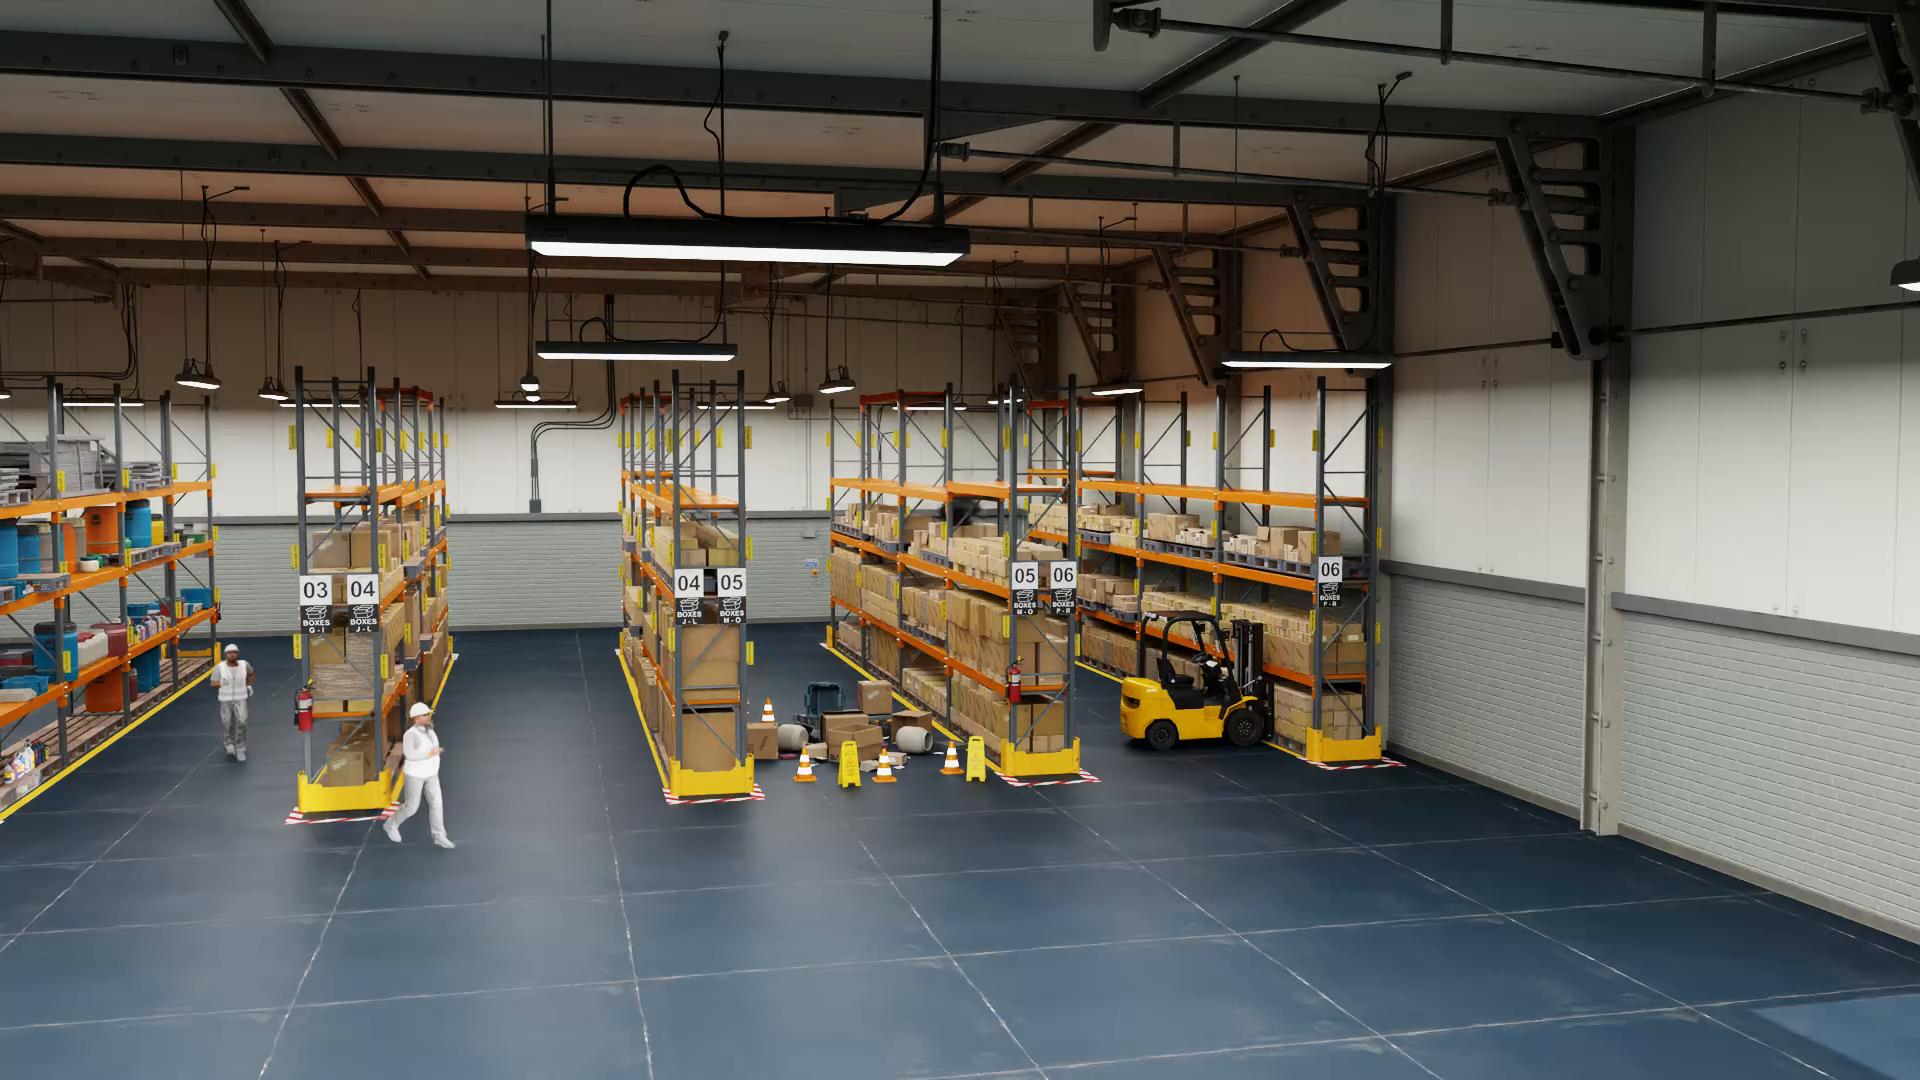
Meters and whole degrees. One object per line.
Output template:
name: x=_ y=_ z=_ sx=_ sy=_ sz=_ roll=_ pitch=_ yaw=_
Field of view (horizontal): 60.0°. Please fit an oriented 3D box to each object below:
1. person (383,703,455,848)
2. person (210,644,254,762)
person: x=-6.622 y=2.870 z=20.367 sx=0.970 sy=1.766 sz=0.647 roll=1 pitch=4 yaw=20
person: x=-11.401 y=2.551 z=26.092 sx=0.654 sy=1.835 sz=0.735 roll=-2 pitch=4 yaw=-26
